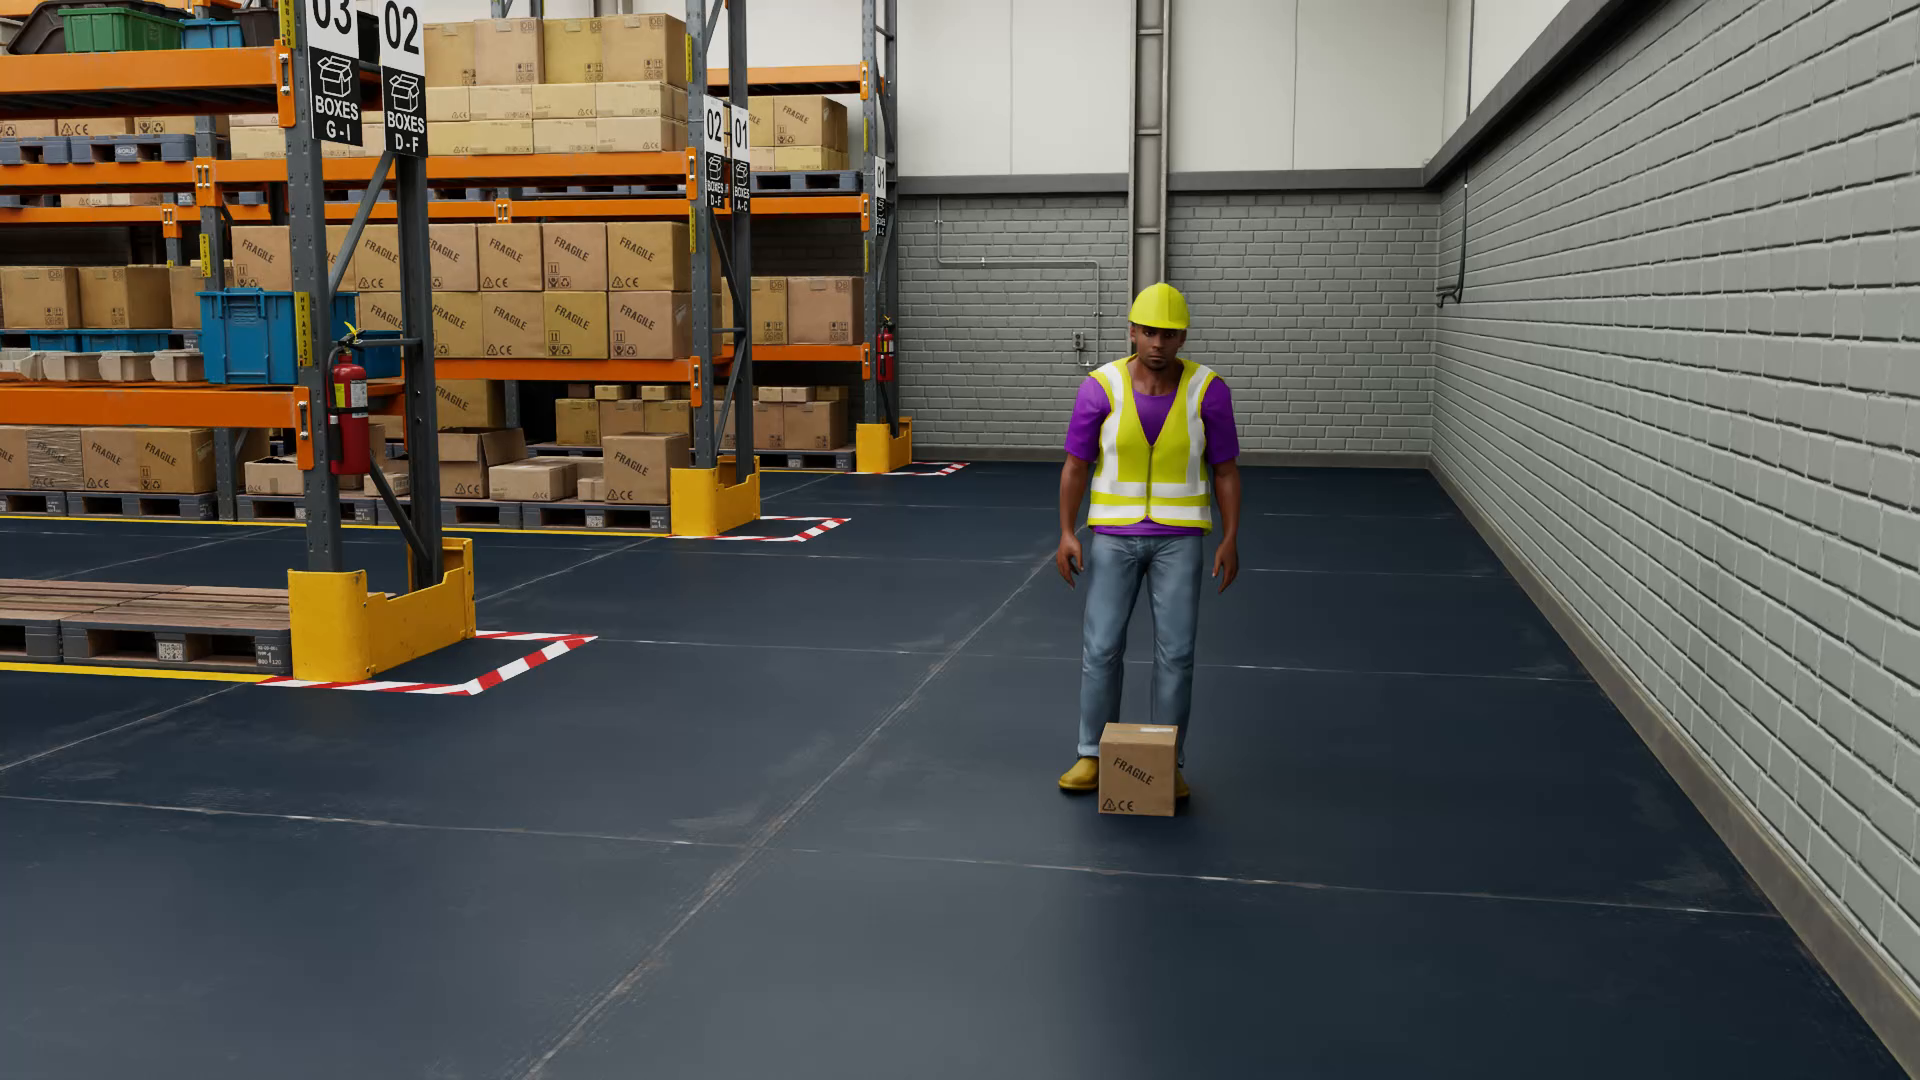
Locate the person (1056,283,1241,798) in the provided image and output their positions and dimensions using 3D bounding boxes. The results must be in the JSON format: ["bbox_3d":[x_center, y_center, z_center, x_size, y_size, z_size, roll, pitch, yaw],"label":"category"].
[{"bbox_3d":[0.652,-0.001,5.758,0.632,1.759,0.462,1,8,8],"label":"person"}]
